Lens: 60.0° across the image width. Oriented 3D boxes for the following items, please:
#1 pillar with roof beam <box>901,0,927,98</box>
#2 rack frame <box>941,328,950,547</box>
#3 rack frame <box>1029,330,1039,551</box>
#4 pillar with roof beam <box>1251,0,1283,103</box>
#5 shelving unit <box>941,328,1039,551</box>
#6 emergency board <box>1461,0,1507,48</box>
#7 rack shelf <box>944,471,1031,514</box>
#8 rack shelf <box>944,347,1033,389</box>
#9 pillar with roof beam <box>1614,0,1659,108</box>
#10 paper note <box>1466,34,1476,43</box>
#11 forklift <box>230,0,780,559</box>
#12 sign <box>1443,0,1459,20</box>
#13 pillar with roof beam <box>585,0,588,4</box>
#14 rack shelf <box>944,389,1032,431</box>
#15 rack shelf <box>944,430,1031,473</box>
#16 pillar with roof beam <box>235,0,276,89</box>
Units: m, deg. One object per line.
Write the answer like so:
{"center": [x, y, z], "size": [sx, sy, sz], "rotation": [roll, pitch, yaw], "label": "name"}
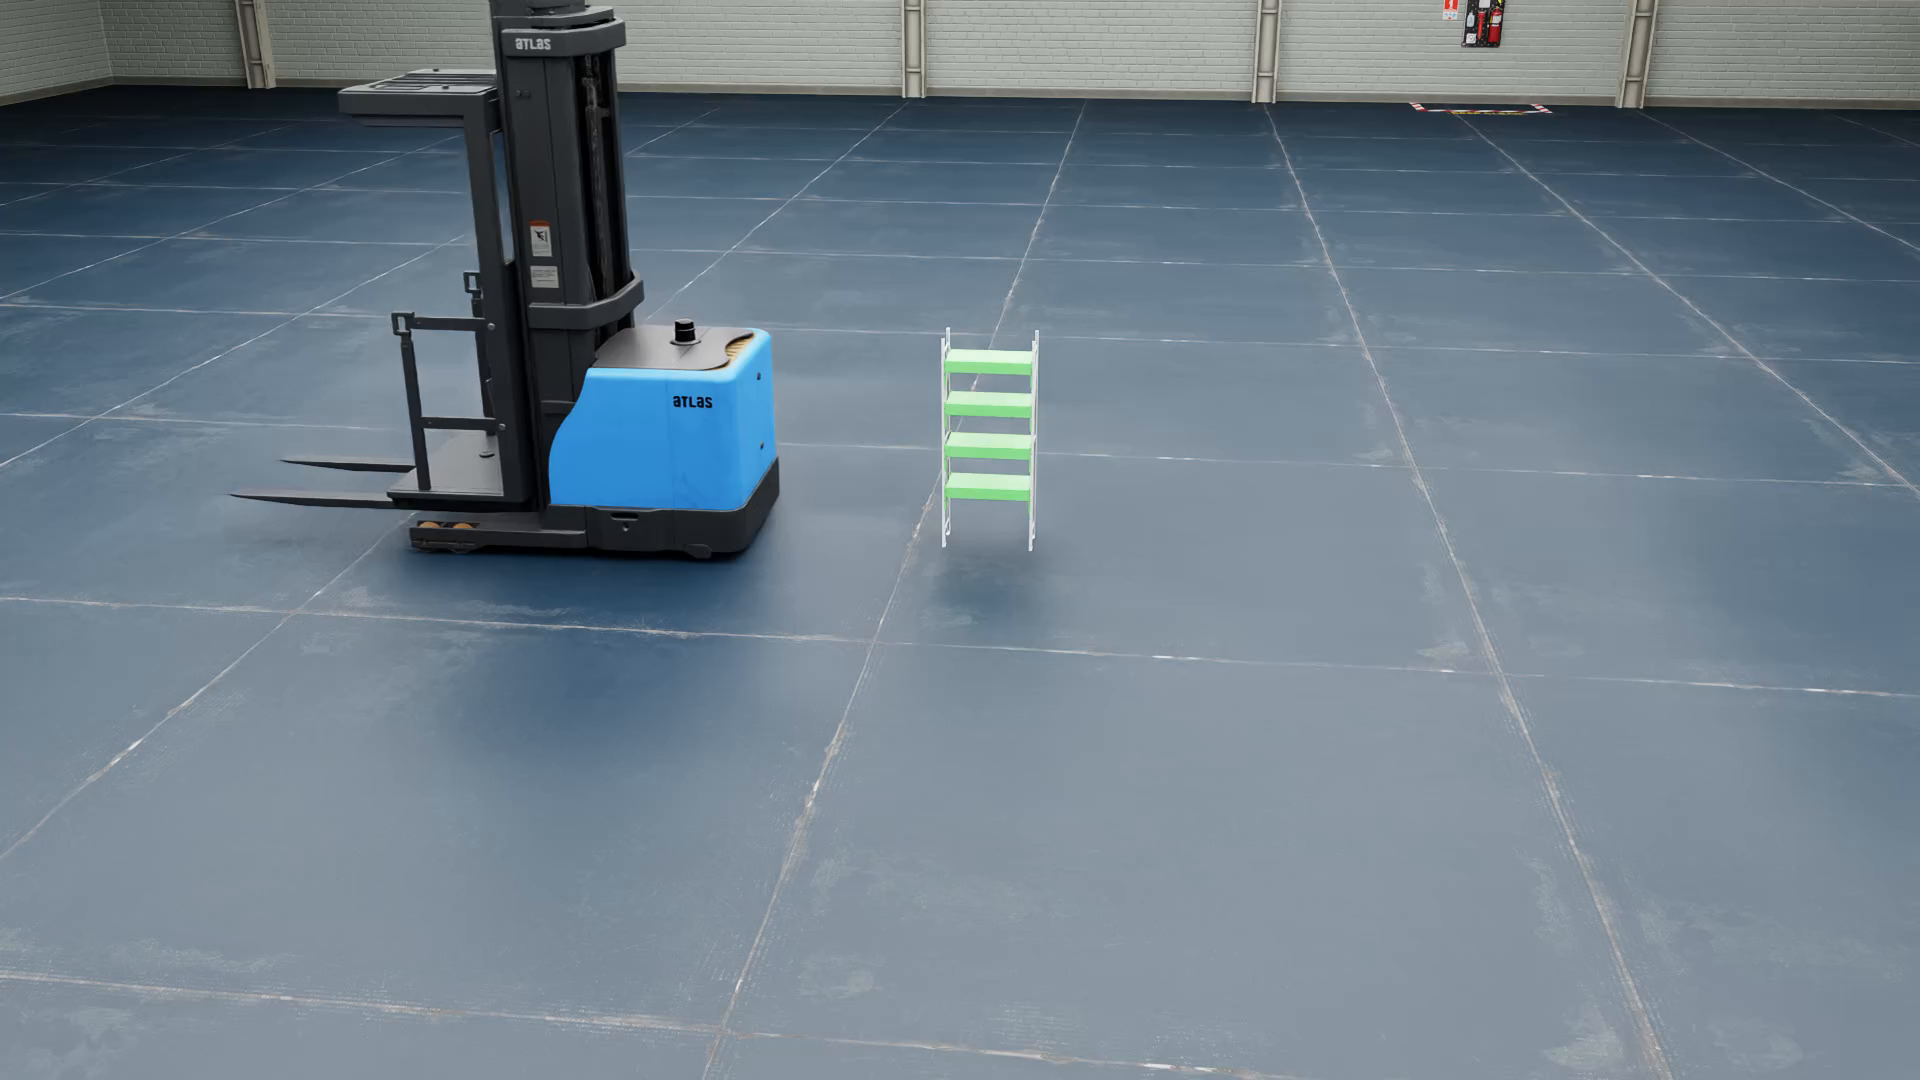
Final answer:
{"center": [-1.299, -10.341, 23.357], "size": [0.400, 9.000, 9.100], "rotation": [2, 22, 6], "label": "pillar with roof beam"}
{"center": [-0.078, -0.561, 9.228], "size": [0.015, 1.200, 0.240], "rotation": [2, 22, 6], "label": "rack frame"}
{"center": [0.407, -0.540, 9.174], "size": [0.015, 1.200, 0.240], "rotation": [2, 22, 6], "label": "rack frame"}
{"center": [4.660, -10.081, 22.700], "size": [0.400, 9.000, 9.100], "rotation": [2, 22, 6], "label": "pillar with roof beam"}
{"center": [0.164, -0.551, 9.201], "size": [0.503, 1.200, 0.258], "rotation": [2, 22, 6], "label": "shelving unit"}
{"center": [8.675, -8.724, 27.428], "size": [0.643, 1.169, 0.194], "rotation": [2, 22, 6], "label": "emergency board"}
{"center": [0.164, -0.268, 9.313], "size": [0.480, 0.148, 0.258], "rotation": [2, 22, 6], "label": "rack shelf"}
{"center": [0.164, -0.938, 9.048], "size": [0.480, 0.148, 0.258], "rotation": [2, 22, 6], "label": "rack shelf"}
{"center": [10.618, -9.822, 22.044], "size": [0.400, 9.000, 9.100], "rotation": [2, 22, 6], "label": "pillar with roof beam"}
{"center": [8.508, -8.348, 27.673], "size": [0.142, 0.148, 0.016], "rotation": [2, 22, 6], "label": "paper note"}
{"center": [-2.629, -1.476, 9.186], "size": [3.031, 2.935, 1.130], "rotation": [2, 22, 6], "label": "forklift"}
{"center": [8.138, -8.803, 27.577], "size": [0.234, 0.329, 0.001], "rotation": [2, 22, 6], "label": "sign"}
{"center": [-7.257, -10.601, 24.013], "size": [0.400, 9.000, 9.100], "rotation": [2, 22, 6], "label": "pillar with roof beam"}
{"center": [0.164, -0.715, 9.136], "size": [0.480, 0.148, 0.258], "rotation": [2, 22, 6], "label": "rack shelf"}
{"center": [0.164, -0.491, 9.225], "size": [0.480, 0.148, 0.258], "rotation": [2, 22, 6], "label": "rack shelf"}
{"center": [-13.215, -10.860, 24.670], "size": [0.400, 9.000, 9.100], "rotation": [2, 22, 6], "label": "pillar with roof beam"}
